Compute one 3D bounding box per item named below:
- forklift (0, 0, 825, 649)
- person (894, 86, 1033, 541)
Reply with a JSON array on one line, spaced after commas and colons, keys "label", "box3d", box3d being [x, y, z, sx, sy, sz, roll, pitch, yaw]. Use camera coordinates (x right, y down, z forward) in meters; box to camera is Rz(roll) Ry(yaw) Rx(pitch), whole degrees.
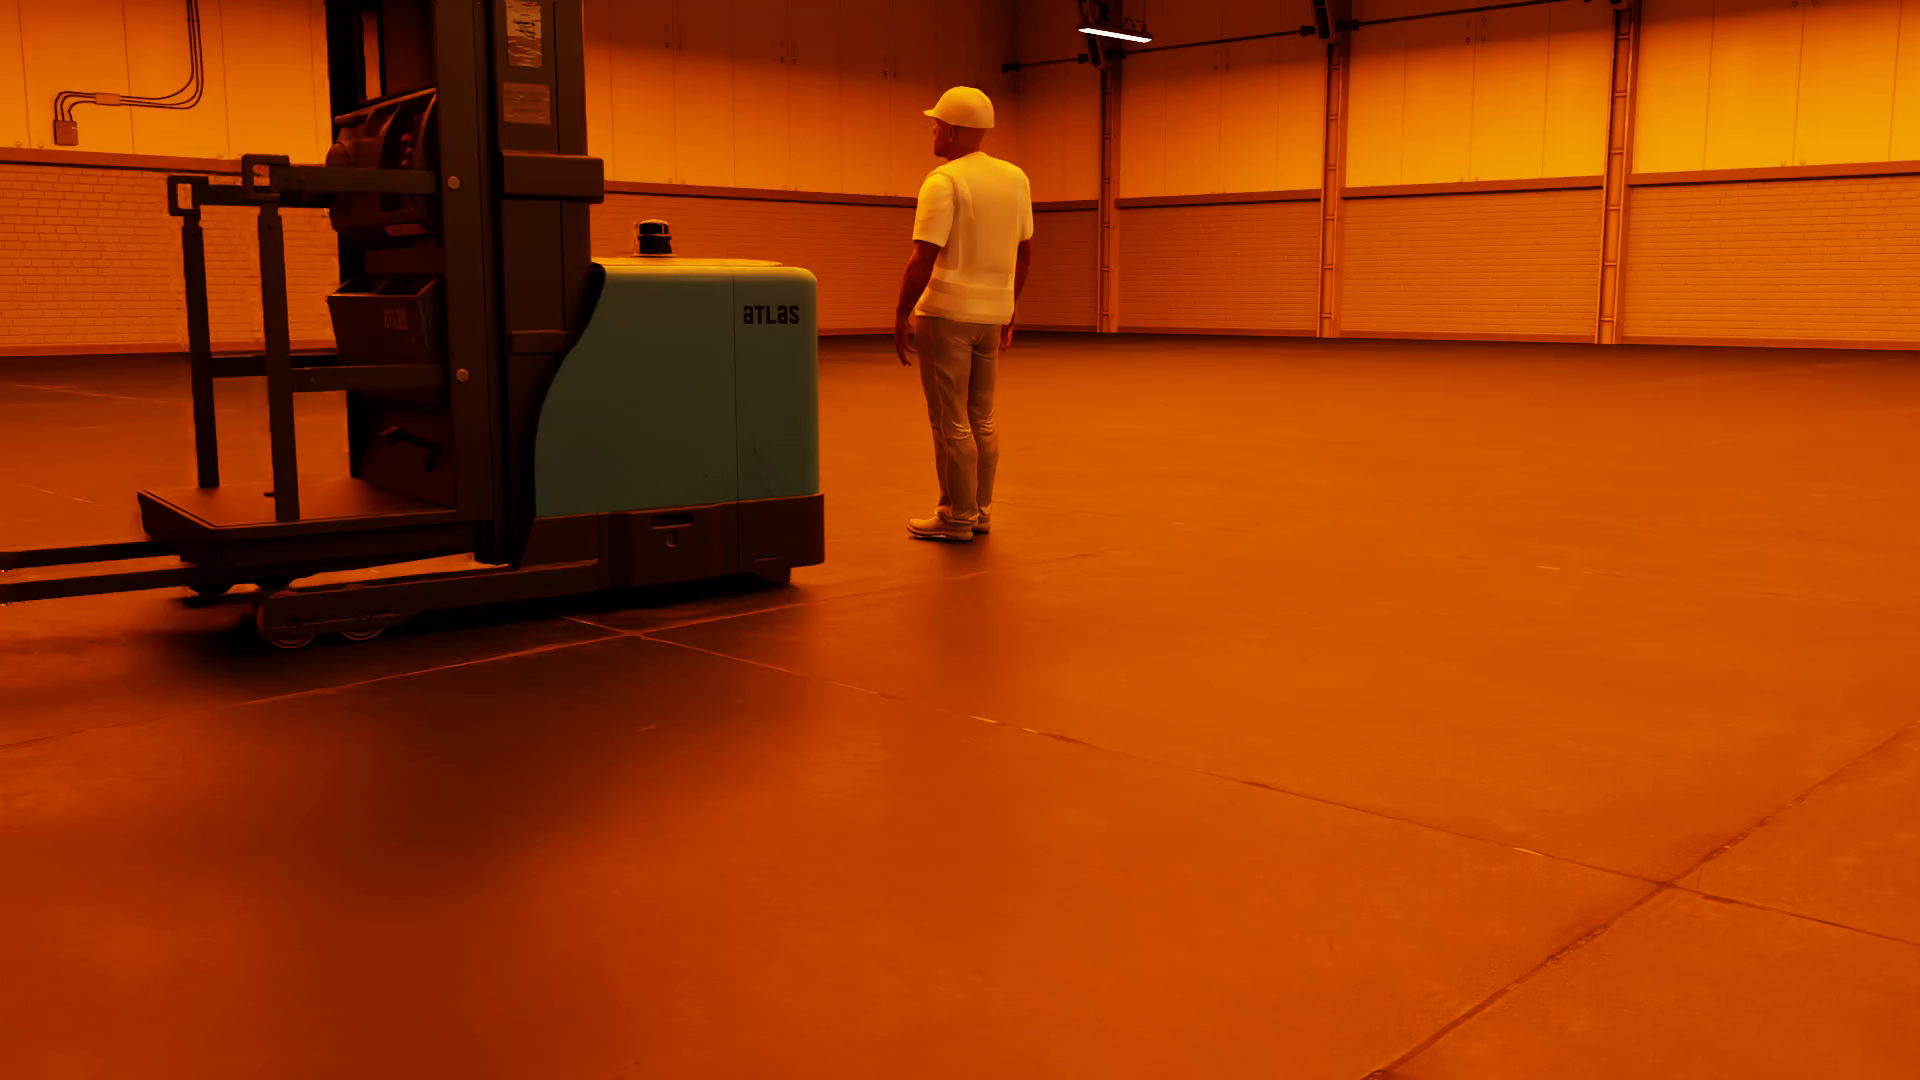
[{"label": "forklift", "box3d": [-1.959, -1.231, 5.047, 3.031, 2.935, 1.130, -6, 11, -35]}, {"label": "person", "box3d": [-0.047, -0.888, 6.636, 0.575, 1.768, 0.666, 8, 12, 43]}]
